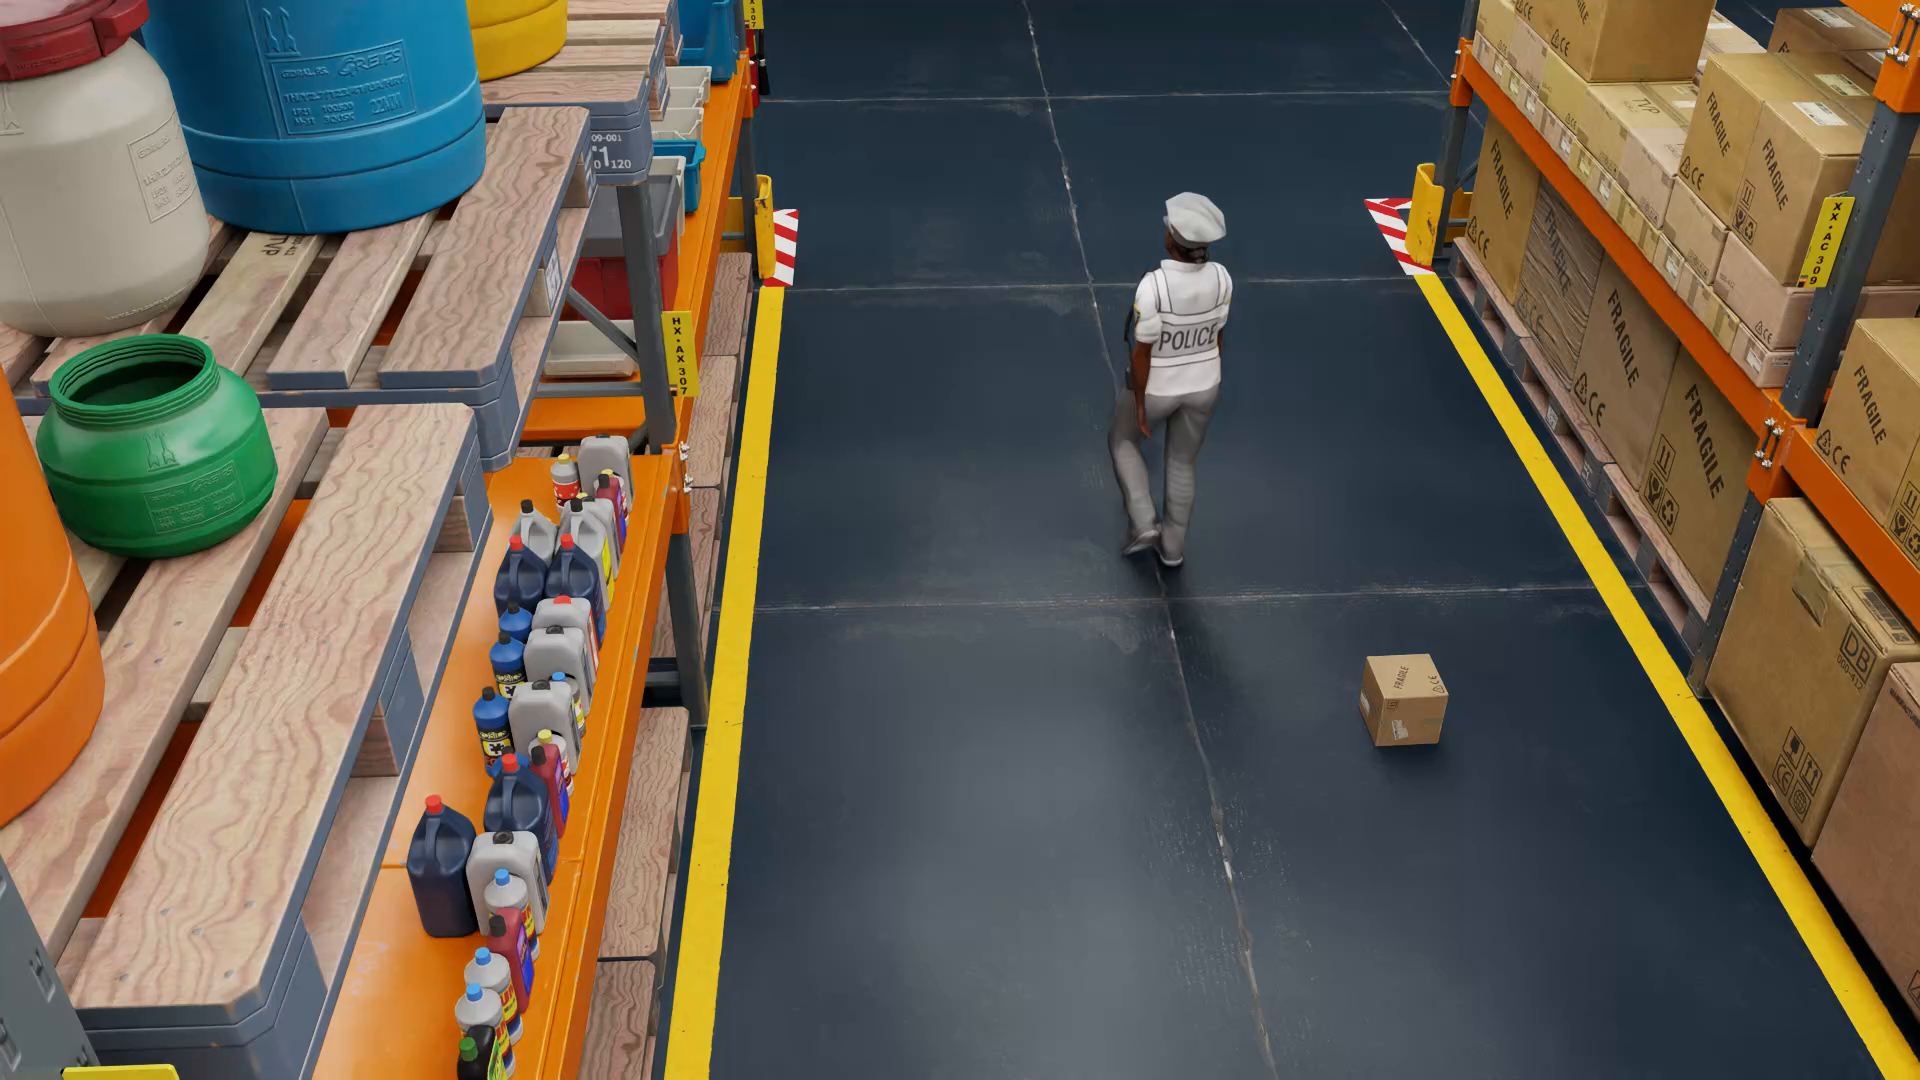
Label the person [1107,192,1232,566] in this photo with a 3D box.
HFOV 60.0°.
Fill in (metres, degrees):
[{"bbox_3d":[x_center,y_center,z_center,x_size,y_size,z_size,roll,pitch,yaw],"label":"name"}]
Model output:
[{"bbox_3d":[0.884,-0.661,7.029,0.433,1.714,0.428,-9,36,-12],"label":"person"}]
